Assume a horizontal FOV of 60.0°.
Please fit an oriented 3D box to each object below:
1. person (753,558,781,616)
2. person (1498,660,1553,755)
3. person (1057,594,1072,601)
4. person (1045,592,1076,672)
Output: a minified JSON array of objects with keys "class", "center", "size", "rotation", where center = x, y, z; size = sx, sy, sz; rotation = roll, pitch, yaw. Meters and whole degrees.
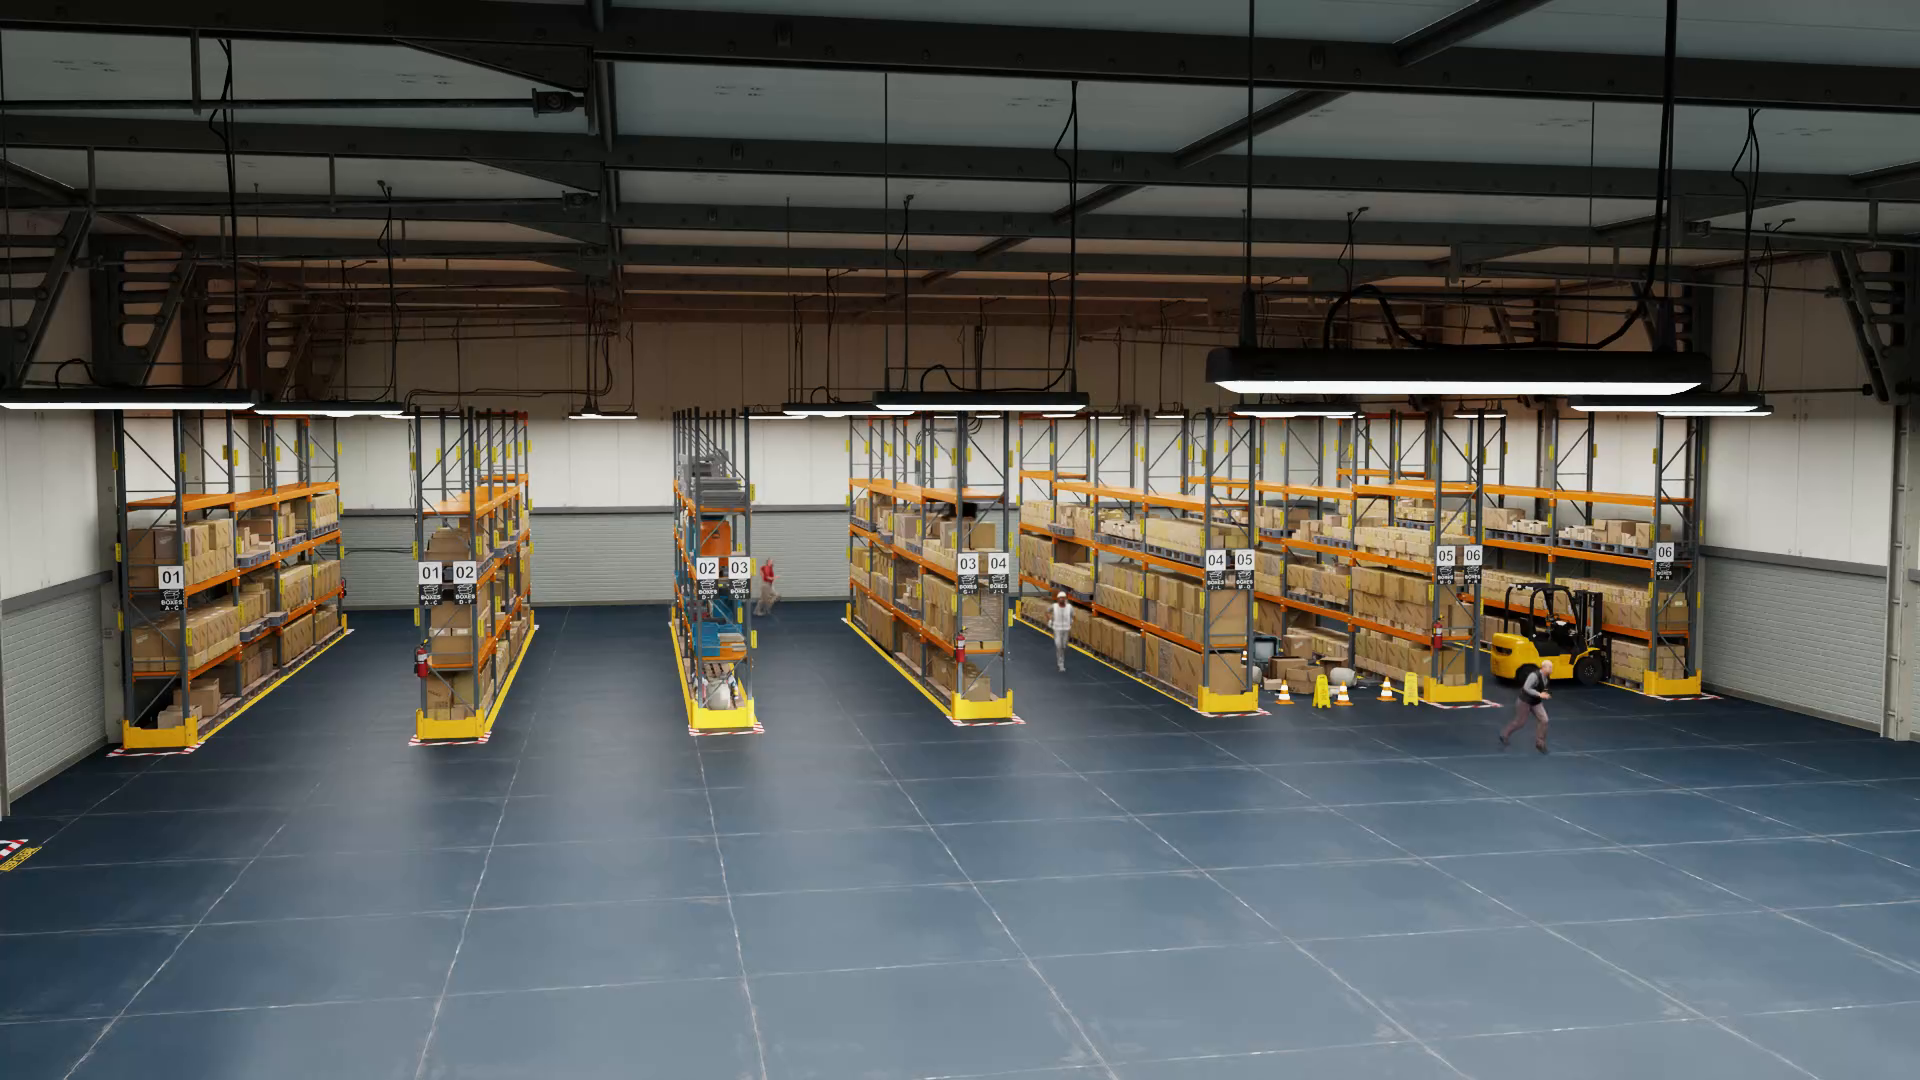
[{"class":"person","center":[-5.675,1.391,48.968],"size":[0.830,1.719,0.694],"rotation":[0,4,-1]},{"class":"person","center":[9.841,2.878,28.891],"size":[0.701,1.680,0.993],"rotation":[-4,5,-42]},{"class":"person","center":[3.146,1.326,50.476],"size":[0.666,1.652,0.564],"rotation":[-3,5,-36]},{"class":"person","center":[2.345,2.089,38.395],"size":[0.680,1.794,0.990],"rotation":[-1,4,-9]}]
